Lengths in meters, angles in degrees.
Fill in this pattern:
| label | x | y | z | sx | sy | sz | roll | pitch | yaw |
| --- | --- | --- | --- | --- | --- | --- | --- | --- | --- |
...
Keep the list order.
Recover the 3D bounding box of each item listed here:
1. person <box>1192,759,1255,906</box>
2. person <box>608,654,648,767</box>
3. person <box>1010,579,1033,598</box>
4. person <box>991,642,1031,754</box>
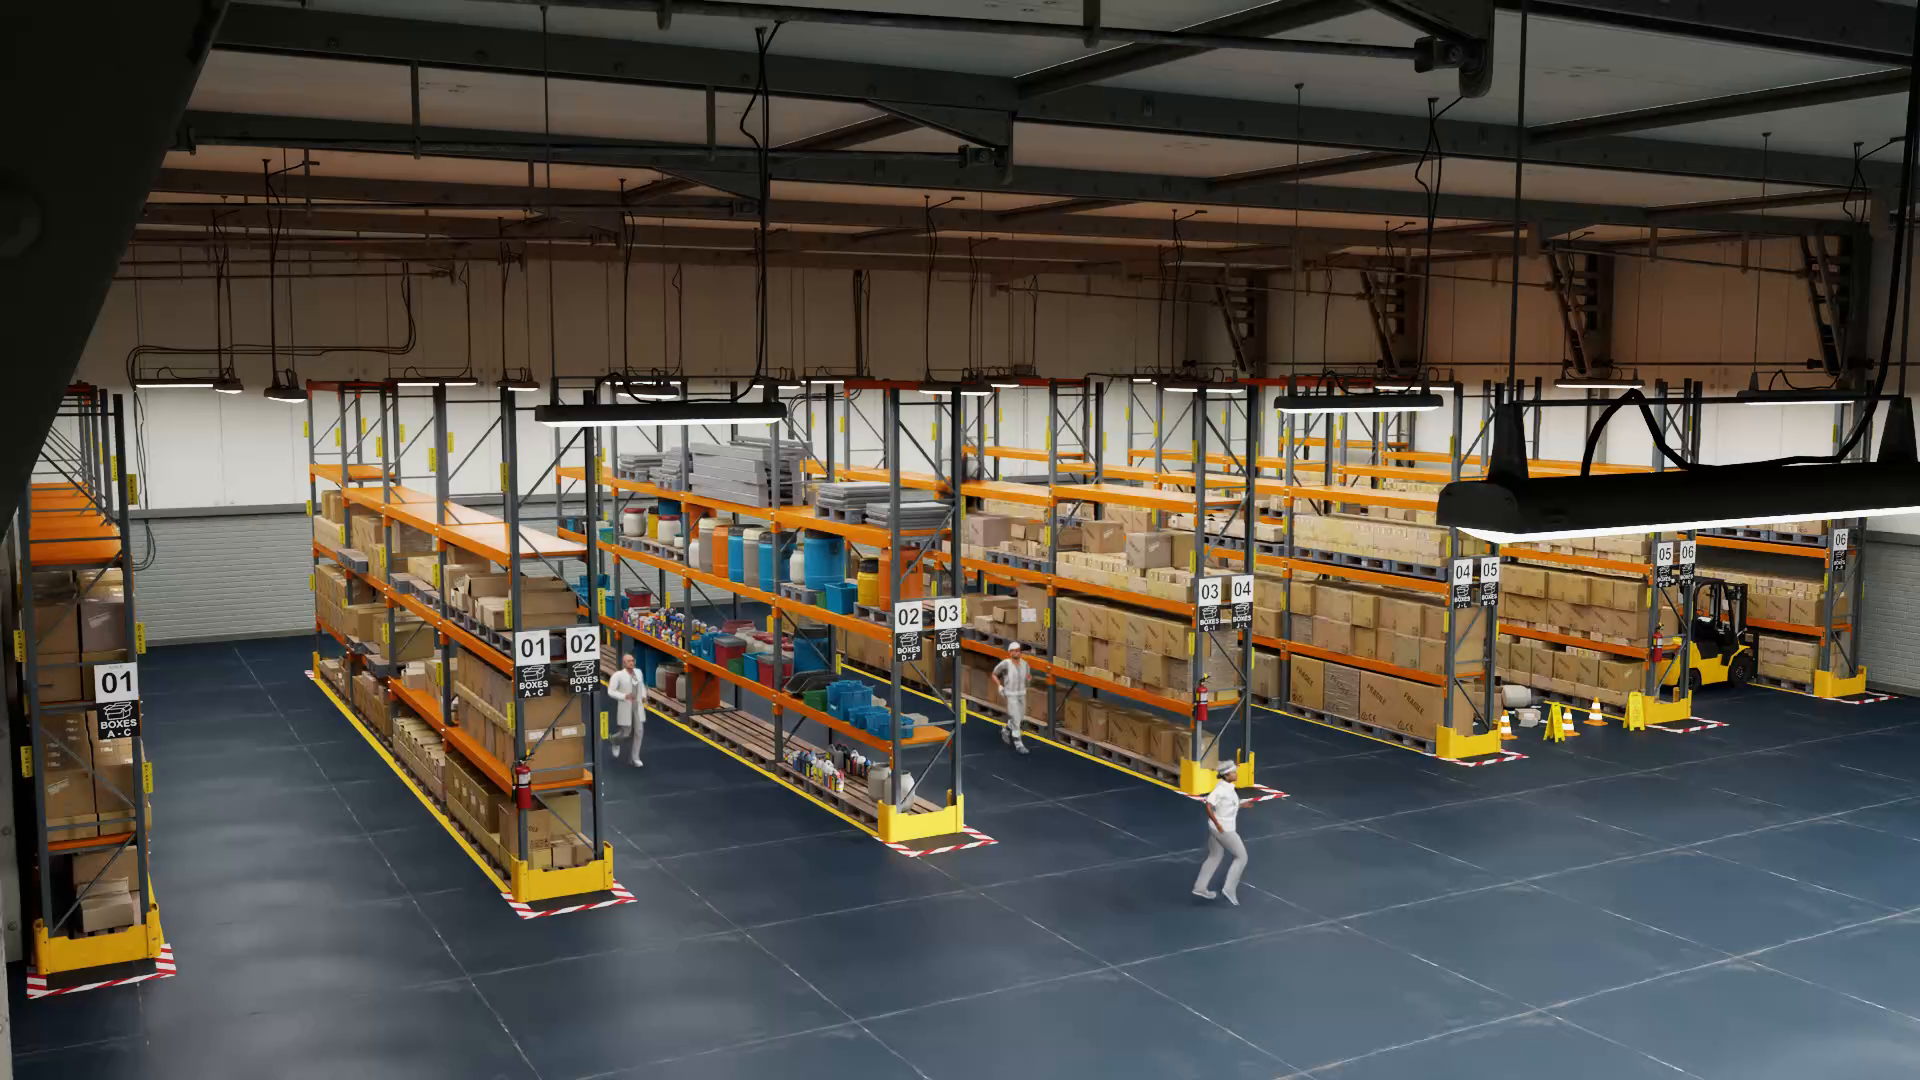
| label | x | y | z | sx | sy | sz | roll | pitch | yaw |
| --- | --- | --- | --- | --- | --- | --- | --- | --- | --- |
| person | 3.107 | 3.437 | 19.556 | 0.717 | 1.749 | 0.545 | 0 | 6 | 0 |
| person | -5.239 | 2.665 | 26.259 | 0.718 | 1.746 | 0.833 | -5 | 8 | -40 |
| person | 1.470 | 1.642 | 35.517 | 0.695 | 1.780 | 1.046 | -4 | 7 | -30 |
| person | 0.894 | 2.544 | 27.145 | 0.673 | 1.777 | 0.872 | -4 | 7 | -33 |
